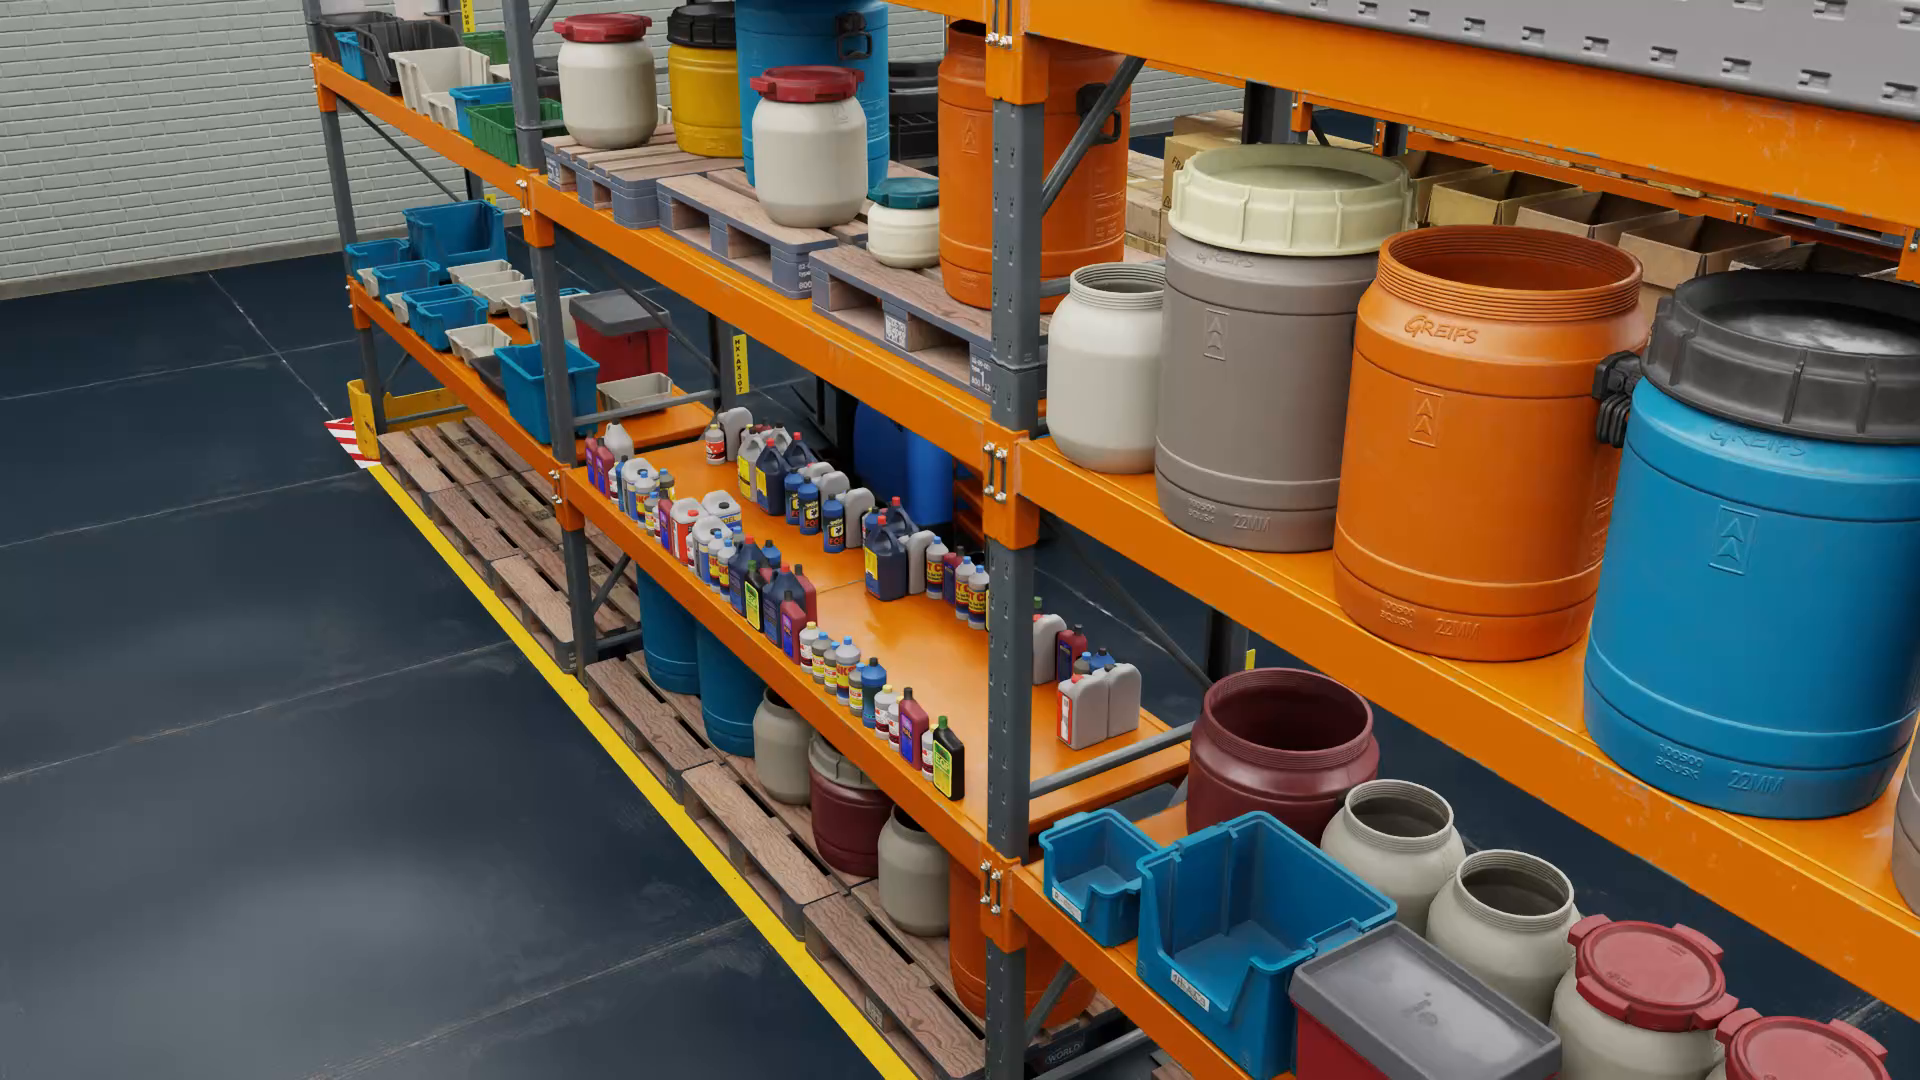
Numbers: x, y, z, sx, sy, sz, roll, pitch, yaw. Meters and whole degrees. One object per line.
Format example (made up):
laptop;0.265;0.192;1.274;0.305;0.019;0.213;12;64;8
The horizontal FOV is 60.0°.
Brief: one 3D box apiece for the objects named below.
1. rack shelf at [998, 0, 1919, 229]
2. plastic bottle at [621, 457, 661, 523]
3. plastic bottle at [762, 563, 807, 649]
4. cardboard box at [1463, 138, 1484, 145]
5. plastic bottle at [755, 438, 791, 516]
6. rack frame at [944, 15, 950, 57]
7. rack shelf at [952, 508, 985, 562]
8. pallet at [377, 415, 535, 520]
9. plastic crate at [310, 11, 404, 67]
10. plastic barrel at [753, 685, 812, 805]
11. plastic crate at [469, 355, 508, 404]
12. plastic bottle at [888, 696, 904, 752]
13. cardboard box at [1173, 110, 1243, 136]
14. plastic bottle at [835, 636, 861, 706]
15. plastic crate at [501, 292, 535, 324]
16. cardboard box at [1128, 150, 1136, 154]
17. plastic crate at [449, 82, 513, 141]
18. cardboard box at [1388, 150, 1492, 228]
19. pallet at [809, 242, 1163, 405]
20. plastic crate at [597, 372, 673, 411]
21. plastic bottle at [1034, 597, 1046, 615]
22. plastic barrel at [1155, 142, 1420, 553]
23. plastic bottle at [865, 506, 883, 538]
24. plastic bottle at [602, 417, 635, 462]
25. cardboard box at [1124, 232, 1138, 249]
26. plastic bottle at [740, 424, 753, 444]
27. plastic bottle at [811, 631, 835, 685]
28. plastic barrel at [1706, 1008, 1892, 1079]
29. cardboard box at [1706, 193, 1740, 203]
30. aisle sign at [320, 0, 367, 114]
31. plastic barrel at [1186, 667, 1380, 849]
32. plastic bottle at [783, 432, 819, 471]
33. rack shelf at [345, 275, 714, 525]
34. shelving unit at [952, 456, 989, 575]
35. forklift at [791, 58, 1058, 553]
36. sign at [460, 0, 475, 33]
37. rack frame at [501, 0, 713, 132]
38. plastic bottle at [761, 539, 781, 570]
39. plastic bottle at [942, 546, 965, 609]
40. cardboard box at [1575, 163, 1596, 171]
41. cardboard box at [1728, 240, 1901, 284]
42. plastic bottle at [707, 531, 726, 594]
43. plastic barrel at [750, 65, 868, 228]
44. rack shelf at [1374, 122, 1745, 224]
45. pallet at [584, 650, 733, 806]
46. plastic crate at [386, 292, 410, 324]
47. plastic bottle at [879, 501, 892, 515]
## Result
rack shelf;1.631;-0.744;3.097;1.077;0.370;4.000;-16;29;-30
plastic bottle;-1.511;-0.242;7.895;0.152;0.276;0.135;-16;29;-30
plastic bottle;-0.715;0.249;6.767;0.144;0.351;0.185;-16;29;-30
cardboard box;4.967;-3.832;15.647;0.380;0.149;0.250;-14;29;-27
plastic bottle;-0.888;-0.309;7.949;0.144;0.351;0.185;-16;29;-30
rack frame;0.322;-3.269;14.160;1.000;3.000;0.127;-16;29;-30
rack shelf;0.165;-0.048;10.070;0.258;0.148;0.480;-10;27;-20
pallet;-3.410;-0.549;11.666;1.003;0.211;1.213;-16;29;-30
plastic crate;-3.851;-3.209;10.673;0.497;0.269;0.590;-16;29;-30
plastic barrel;-0.742;0.926;7.697;0.421;0.512;0.421;0;25;0
plastic crate;-2.481;-0.924;9.446;0.437;0.125;0.590;-16;29;-30
plastic bottle;-0.213;0.664;6.063;0.097;0.201;0.097;0;25;0
cardboard box;1.908;-2.838;12.196;0.500;0.500;0.500;-17;30;-31
plastic bottle;-0.425;0.493;6.343;0.097;0.271;0.097;0;25;0
plastic crate;-2.736;-1.470;10.589;0.298;0.136;0.250;-16;29;-30
cardboard box;1.085;-3.042;13.508;0.500;0.250;0.500;-16;30;-30
plastic crate;-2.409;-2.216;8.612;0.416;0.233;0.300;-16;29;-30
cardboard box;2.861;-2.110;10.414;0.797;0.503;0.637;-16;30;-31
pallet;0.203;-0.820;5.682;1.003;0.211;1.213;-16;29;-30
plastic crate;-1.779;-0.791;9.151;0.396;0.136;0.243;-16;29;-30
plastic bottle;0.286;0.346;6.641;0.061;0.283;0.133;-16;29;-30
plastic barrel;0.806;-0.492;4.177;0.600;0.901;0.600;0;25;0
plastic bottle;-0.376;-0.021;7.431;0.097;0.271;0.097;0;25;0
plastic bottle;-1.702;-0.445;8.238;0.144;0.351;0.185;-16;29;-30
cardboard box;1.363;-2.217;12.226;0.380;0.149;0.250;-16;30;-30
plastic bottle;-1.072;-0.493;8.513;0.097;0.201;0.097;0;25;0
plastic bottle;-0.532;0.455;6.506;0.097;0.201;0.097;0;25;0
plastic barrel;1.984;1.461;3.983;0.433;0.535;0.433;0;25;0
cardboard box;6.364;-2.892;13.656;0.380;0.149;0.250;-16;30;-30
aisle sign;-4.116;-3.246;11.068;0.394;0.787;0.004;-16;29;-30
plastic barrel;1.046;0.781;5.423;0.600;0.536;0.708;-16;29;-30
plastic bottle;-0.768;-0.343;8.020;0.144;0.351;0.185;-16;29;-30
rack shelf;-2.736;-1.074;10.353;1.077;0.370;4.000;-16;29;-30
shelving unit;0.165;-0.289;9.956;0.258;1.200;0.503;-10;27;-20
forklift;-0.408;-1.793;11.115;1.130;2.935;3.031;-10;27;-20
sign;-3.376;-3.557;11.381;0.100;0.325;0.005;-16;29;-30
rack frame;-1.645;-3.397;7.404;1.000;3.000;0.127;-16;29;-30
plastic bottle;-0.812;0.127;7.118;0.097;0.271;0.097;0;25;0
plastic bottle;-0.019;0.146;7.064;0.061;0.283;0.133;-16;29;-30
cardboard box;5.649;-3.360;14.647;0.380;0.149;0.250;-16;30;-30
cardboard box;4.303;-1.171;8.425;0.797;0.503;0.637;-14;29;-28
plastic bottle;-1.039;0.091;7.194;0.097;0.271;0.097;0;25;0
plastic barrel;-0.555;-1.460;6.164;0.433;0.535;0.433;0;25;0
rack shelf;5.624;-3.348;15.170;1.077;0.370;4.000;-16;29;-30
pallet;-1.258;0.863;8.674;1.003;0.211;1.213;-16;29;-30
plastic crate;-3.493;-1.481;10.611;0.250;0.136;0.298;-16;29;-30
plastic bottle;-0.319;-0.051;7.481;0.061;0.283;0.133;-16;29;-30
